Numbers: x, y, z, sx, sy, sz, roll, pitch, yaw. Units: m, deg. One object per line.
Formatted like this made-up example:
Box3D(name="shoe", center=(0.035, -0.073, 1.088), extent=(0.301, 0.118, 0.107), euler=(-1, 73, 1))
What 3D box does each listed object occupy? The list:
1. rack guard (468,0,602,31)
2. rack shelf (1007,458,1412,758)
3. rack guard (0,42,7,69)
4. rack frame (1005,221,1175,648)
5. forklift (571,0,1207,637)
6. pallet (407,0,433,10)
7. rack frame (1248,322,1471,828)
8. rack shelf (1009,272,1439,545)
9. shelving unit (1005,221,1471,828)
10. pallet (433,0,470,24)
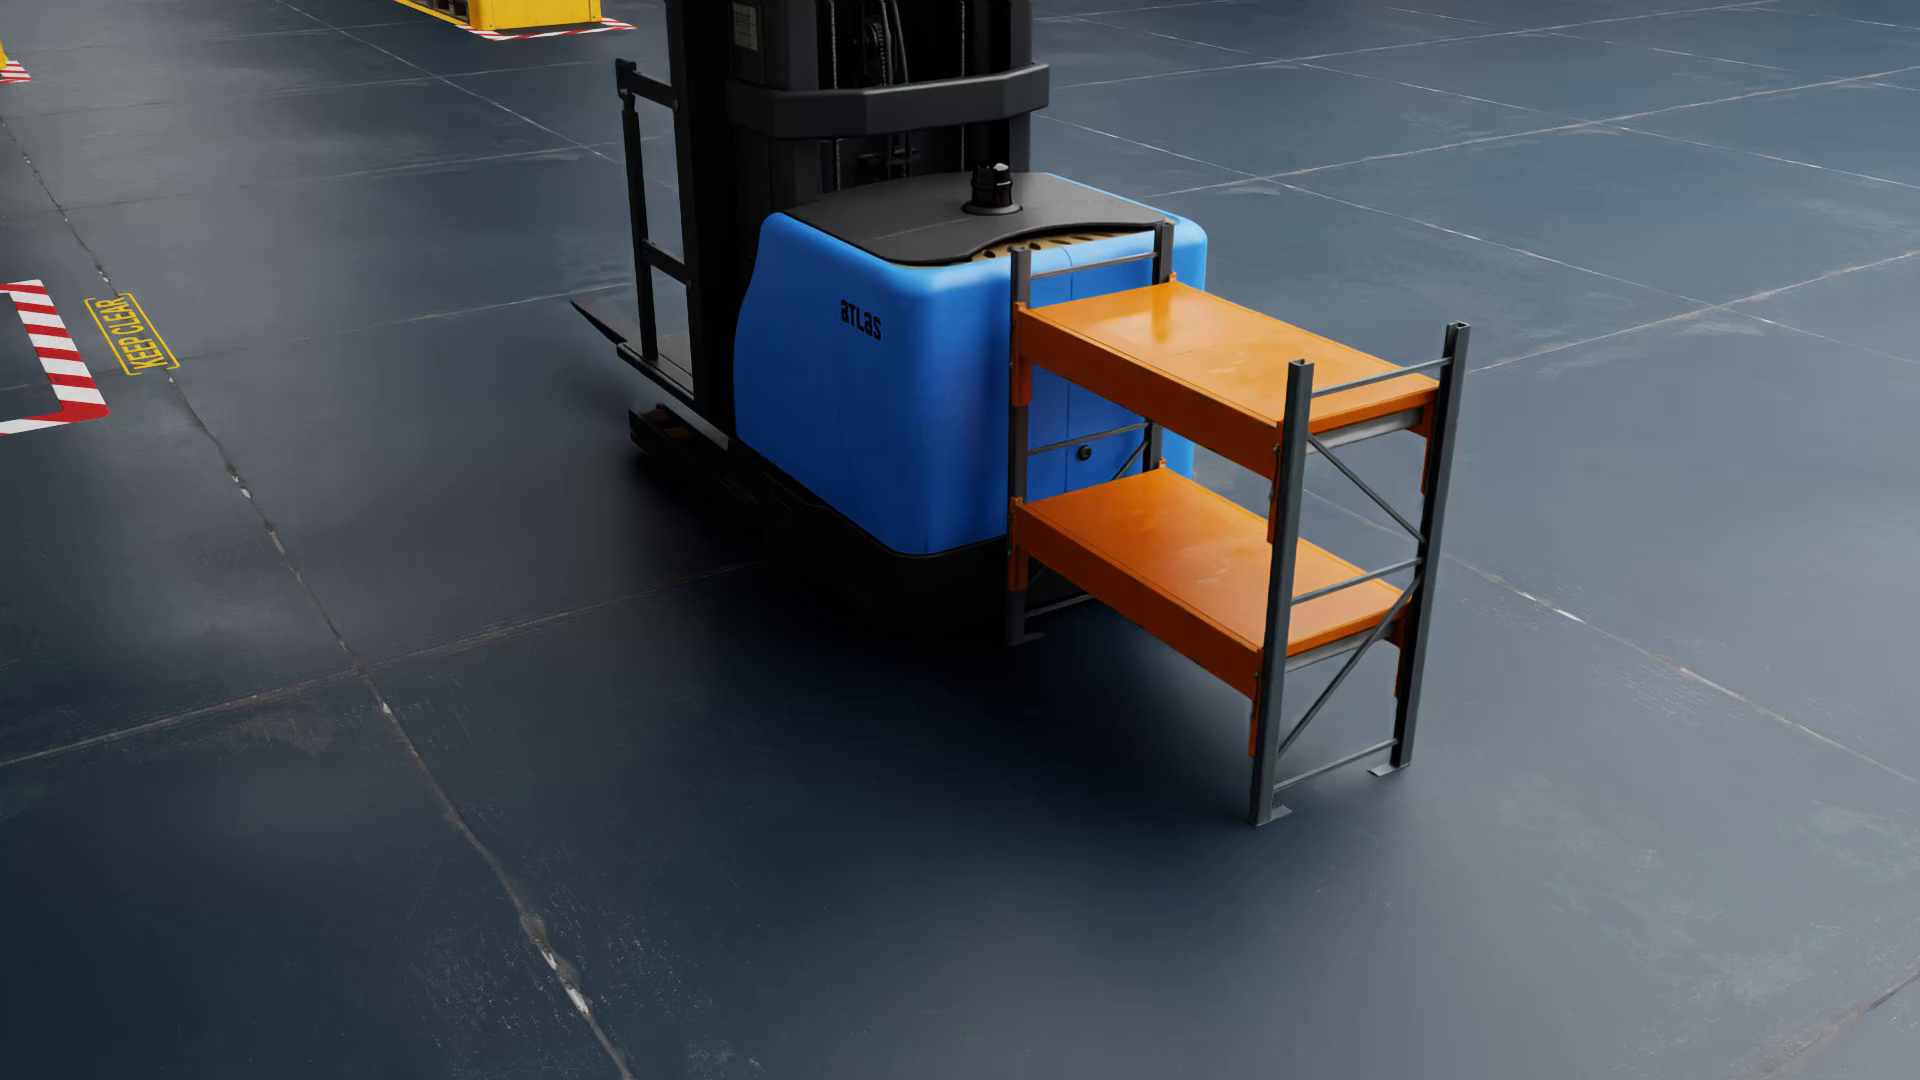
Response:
Box3D(name="rack guard", center=(-3.903, -4.992, 15.239), extent=(1.175, 0.500, 0.348), euler=(-16, 29, -30))
Box3D(name="rack shelf", center=(0.617, 0.132, 4.225), extent=(0.538, 0.278, 1.000), euler=(-15, 29, -29))
Box3D(name="rack guard", center=(-8.106, -3.872, 12.867), extent=(1.175, 0.500, 0.348), euler=(-16, 29, -30))
Box3D(name="rack frame", center=(0.346, -0.272, 4.510), extent=(0.500, 1.125, 0.032), euler=(-15, 29, -29))
Box3D(name="forklift", center=(-0.508, -1.646, 5.302), extent=(1.130, 2.935, 3.031), euler=(-15, 29, -29))
Box3D(name="pallet", center=(-5.031, -5.570, 16.801), extent=(1.003, 0.211, 1.213), euler=(-16, 29, -30))
Box3D(name="rack frame", center=(0.888, 0.095, 3.732), extent=(0.500, 1.125, 0.032), euler=(-15, 29, -29))
Box3D(name="rack shelf", center=(0.617, -0.354, 3.996), extent=(0.538, 0.278, 1.000), euler=(-15, 29, -29))
Box3D(name="shelving unit", center=(0.617, -0.089, 4.121), extent=(0.538, 1.125, 1.048), euler=(-15, 29, -29))
Box3D(name="pallet", center=(-4.369, -5.134, 15.878), extent=(1.003, 0.211, 1.213), euler=(-16, 29, -30))
